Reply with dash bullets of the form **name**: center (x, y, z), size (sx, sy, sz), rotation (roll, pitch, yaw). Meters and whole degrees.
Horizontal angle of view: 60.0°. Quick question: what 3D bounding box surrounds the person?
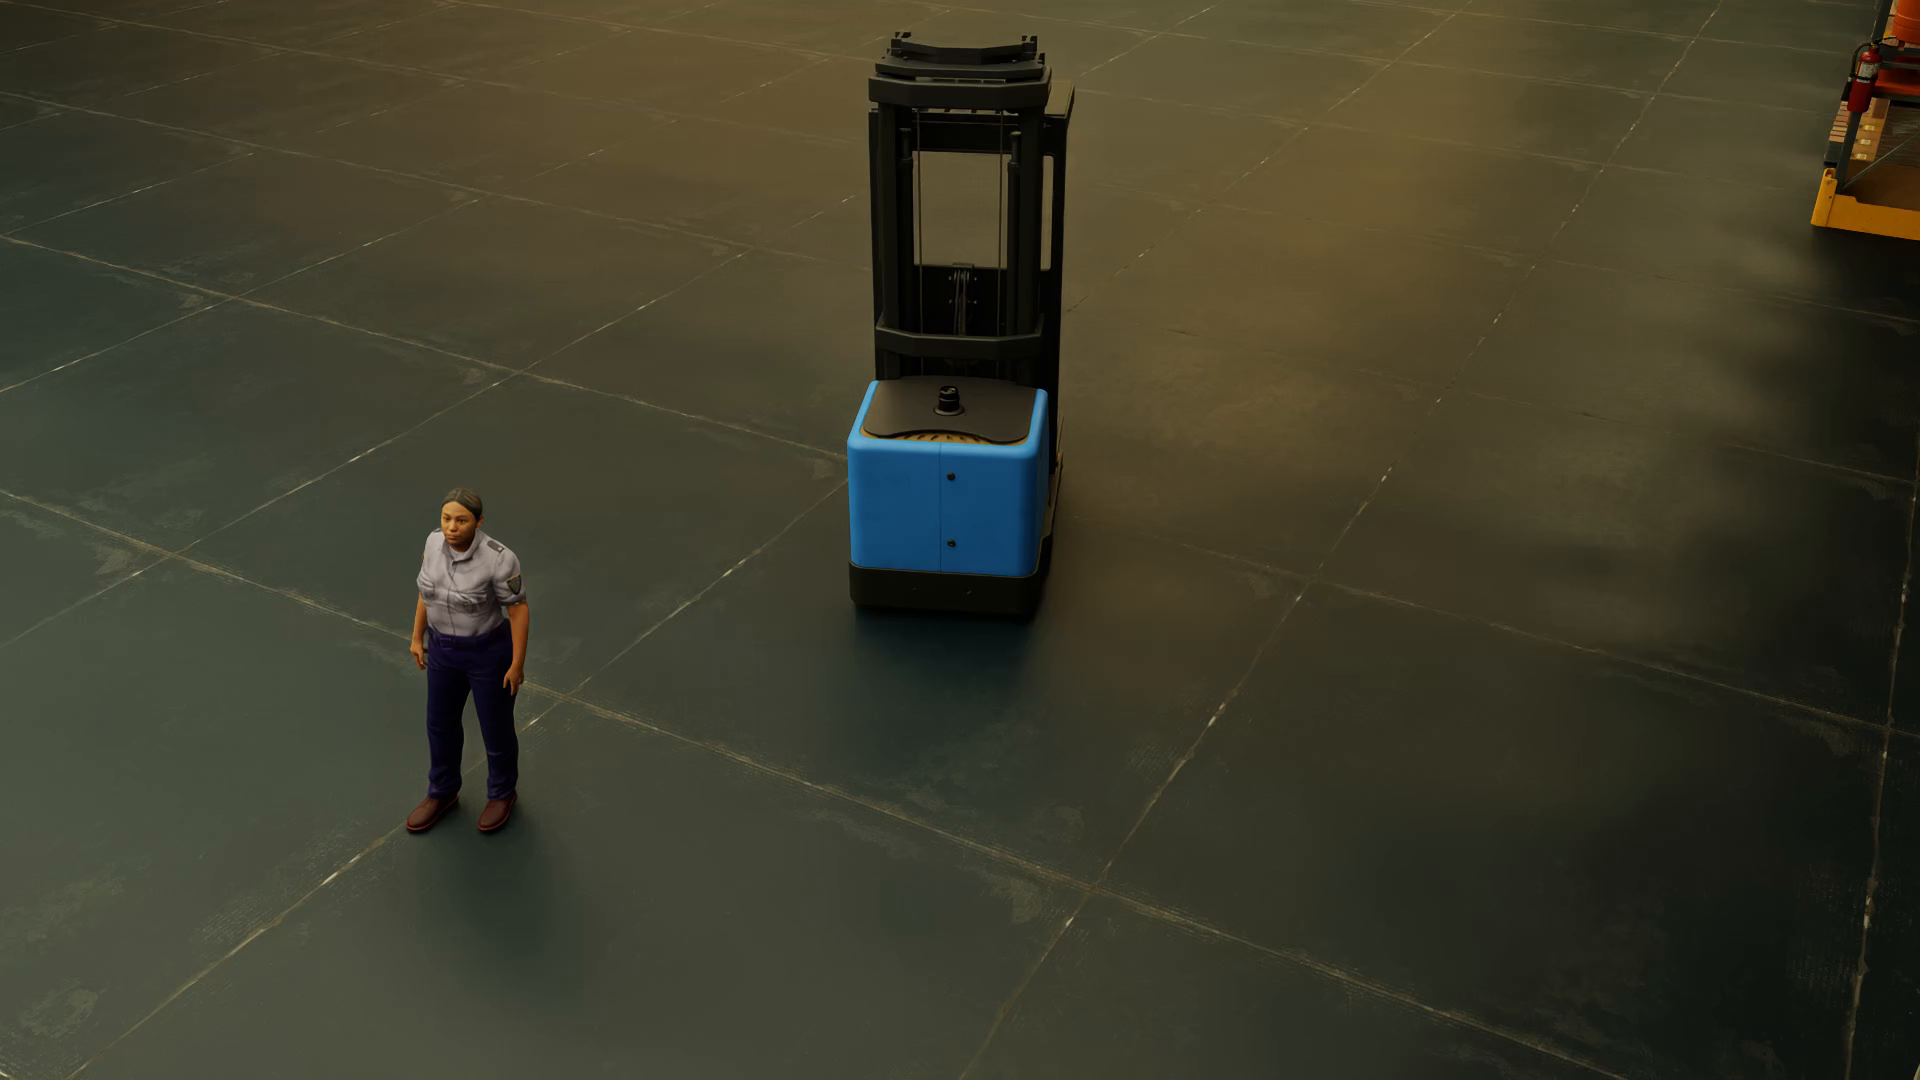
- **person**: center (-2.220, 0.556, 7.378), size (0.595, 1.651, 0.501), rotation (10, 31, 16)

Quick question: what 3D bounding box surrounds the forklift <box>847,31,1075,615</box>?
- **forklift**: center (0.072, -1.572, 9.794), size (1.130, 2.935, 3.031), rotation (3, 30, 6)
